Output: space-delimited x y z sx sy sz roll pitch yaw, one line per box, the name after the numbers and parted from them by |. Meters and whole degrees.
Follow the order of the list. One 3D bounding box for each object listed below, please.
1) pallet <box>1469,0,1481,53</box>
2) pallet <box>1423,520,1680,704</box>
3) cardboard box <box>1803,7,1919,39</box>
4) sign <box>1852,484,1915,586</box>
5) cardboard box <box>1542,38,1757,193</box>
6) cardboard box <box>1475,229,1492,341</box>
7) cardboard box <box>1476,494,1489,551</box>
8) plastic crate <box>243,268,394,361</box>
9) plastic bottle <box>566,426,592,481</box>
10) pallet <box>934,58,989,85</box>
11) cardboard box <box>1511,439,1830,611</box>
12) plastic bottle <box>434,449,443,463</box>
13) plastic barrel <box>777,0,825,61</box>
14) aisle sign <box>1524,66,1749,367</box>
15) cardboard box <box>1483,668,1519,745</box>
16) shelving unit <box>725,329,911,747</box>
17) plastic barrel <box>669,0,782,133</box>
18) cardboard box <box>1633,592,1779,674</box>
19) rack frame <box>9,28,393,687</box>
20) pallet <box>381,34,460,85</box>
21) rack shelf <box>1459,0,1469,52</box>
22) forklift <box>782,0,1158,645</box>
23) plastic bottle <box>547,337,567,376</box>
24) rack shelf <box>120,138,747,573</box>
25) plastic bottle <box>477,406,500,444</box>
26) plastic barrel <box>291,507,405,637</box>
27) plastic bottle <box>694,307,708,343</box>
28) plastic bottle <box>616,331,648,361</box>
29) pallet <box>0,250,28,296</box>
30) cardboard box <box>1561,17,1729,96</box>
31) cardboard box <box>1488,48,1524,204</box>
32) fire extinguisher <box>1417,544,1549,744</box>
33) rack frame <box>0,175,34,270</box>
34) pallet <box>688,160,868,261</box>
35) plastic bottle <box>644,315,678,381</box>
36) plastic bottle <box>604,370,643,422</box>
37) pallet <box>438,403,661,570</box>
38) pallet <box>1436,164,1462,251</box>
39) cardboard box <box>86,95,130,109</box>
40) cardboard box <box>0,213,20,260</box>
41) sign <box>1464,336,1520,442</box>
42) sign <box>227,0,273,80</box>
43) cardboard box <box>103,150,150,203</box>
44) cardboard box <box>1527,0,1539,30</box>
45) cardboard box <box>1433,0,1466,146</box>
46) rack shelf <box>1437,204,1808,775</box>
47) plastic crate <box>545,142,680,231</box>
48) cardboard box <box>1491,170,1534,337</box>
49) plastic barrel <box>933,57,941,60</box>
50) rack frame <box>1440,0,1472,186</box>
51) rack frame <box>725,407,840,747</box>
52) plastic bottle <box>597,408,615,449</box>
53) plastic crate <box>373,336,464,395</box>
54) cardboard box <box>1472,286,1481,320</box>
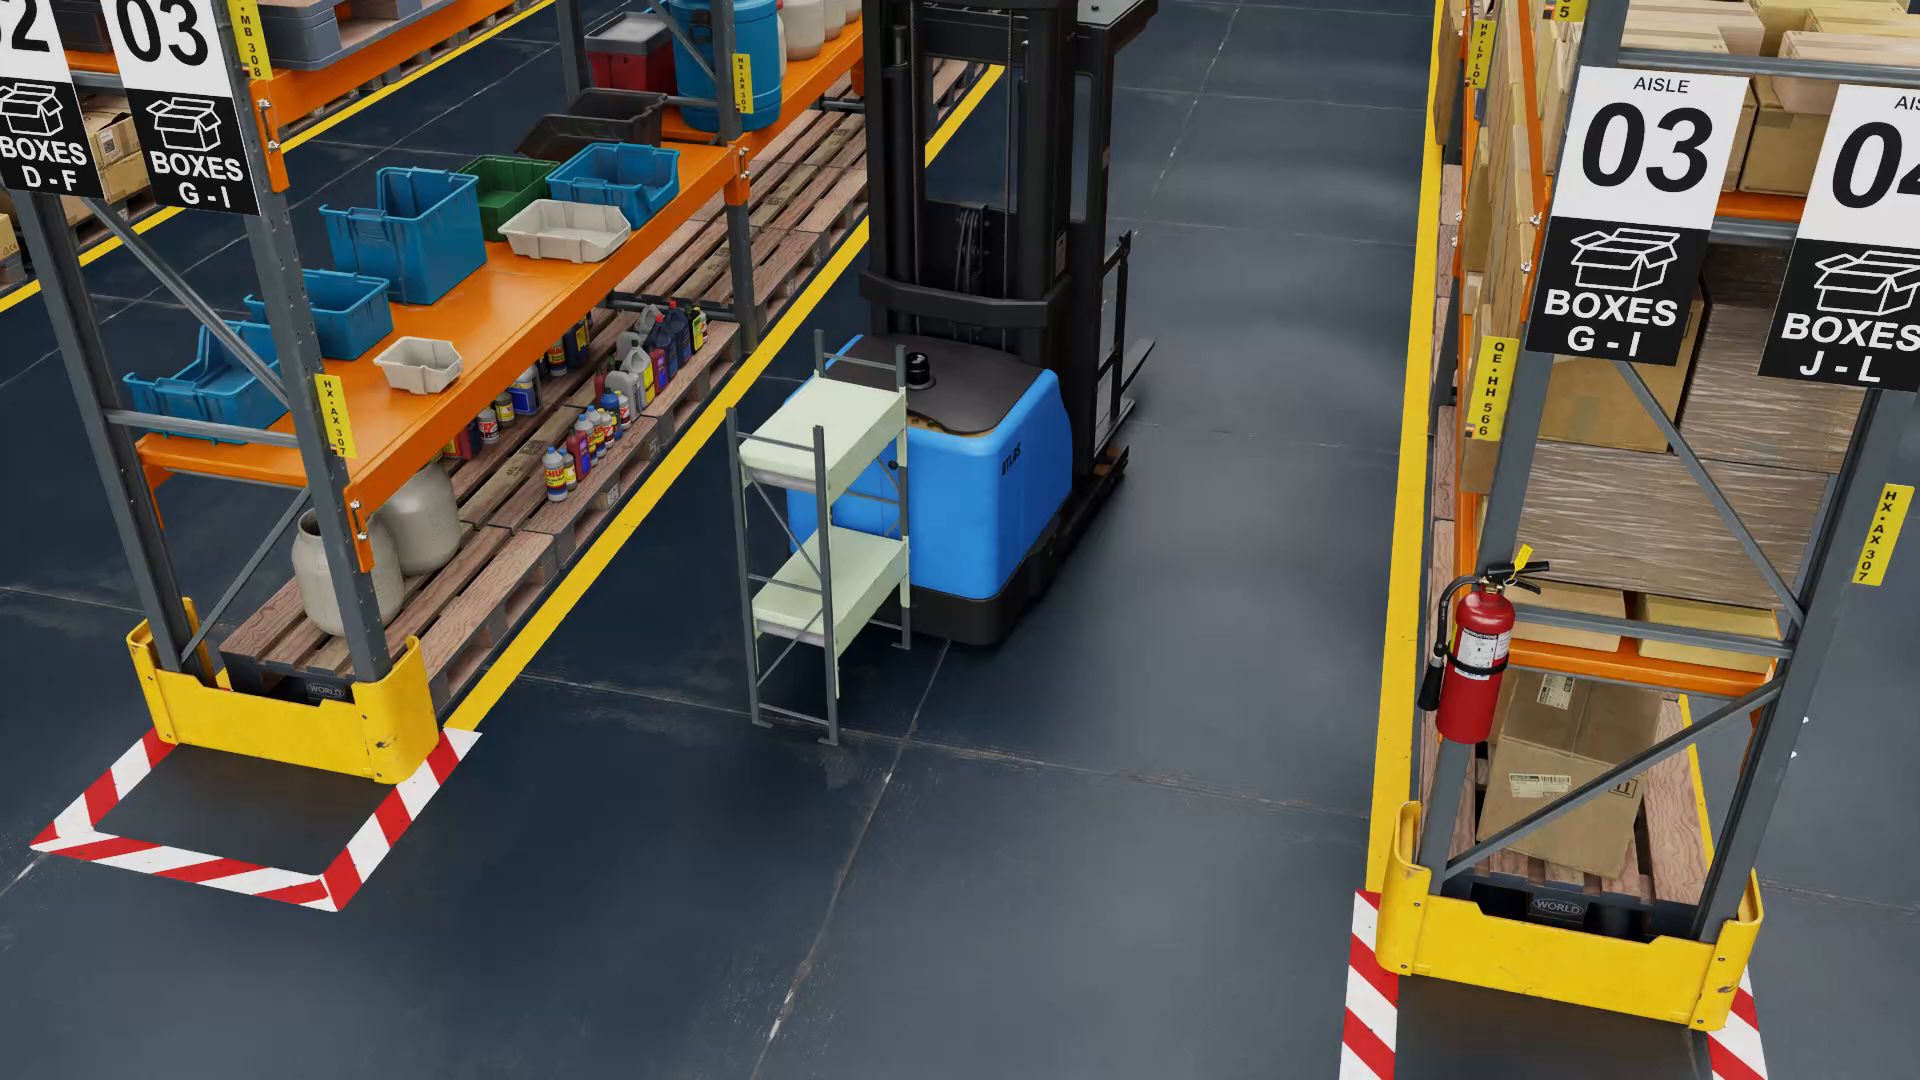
4.005 -3.409 10.995 1.213 0.211 1.003 8 33 12 | pallet
2.624 0.367 7.476 1.003 0.211 1.213 8 33 12 | pallet
2.505 -1.326 4.512 0.380 0.149 0.250 9 33 13 | cardboard box
2.577 -0.014 4.669 0.100 0.325 0.005 8 33 12 | sign
1.929 -1.210 4.701 0.500 0.250 0.500 9 33 14 | cardboard box
2.536 -0.959 6.593 0.875 0.500 0.500 8 33 12 | cardboard box
2.003 -0.059 5.781 0.380 0.149 0.250 8 33 12 | cardboard box
-2.731 -0.971 7.120 0.499 0.251 0.408 8 33 12 | plastic crate
-1.902 -0.450 8.283 0.061 0.283 0.133 9 33 13 | plastic bottle
-0.237 -4.418 15.002 1.003 0.211 1.213 8 33 12 | pallet
2.218 -0.172 5.354 0.875 0.500 0.500 8 33 12 | cardboard box
-2.684 -0.512 8.382 0.061 0.283 0.133 9 33 14 | plastic bottle
-1.082 -3.377 10.640 0.433 0.535 0.433 0 32 0 | plastic barrel
1.746 -0.828 4.334 0.394 0.787 0.004 8 33 12 | aisle sign
2.346 0.518 6.577 0.500 0.500 0.500 17 36 25 | cardboard box
-0.549 -0.003 6.856 0.431 1.500 0.755 13 35 19 | shelving unit
-1.332 -2.843 9.460 0.600 0.901 0.708 8 33 12 | plastic barrel
2.355 0.268 5.267 0.380 0.149 0.250 8 33 12 | cardboard box
-2.738 -0.397 6.078 1.000 3.000 0.127 8 33 12 | rack frame
-5.272 -4.430 15.022 1.003 0.211 1.213 8 33 12 | pallet
4.590 -4.608 13.374 1.077 0.370 4.000 8 33 12 | rack shelf
0.243 -1.548 7.953 1.130 2.935 3.031 13 35 19 | forklift
-2.250 -1.053 9.243 0.097 0.271 0.097 0 32 0 | plastic bottle
-2.231 -1.131 7.904 1.077 0.370 4.000 8 33 12 | rack shelf
-2.445 -0.606 8.606 0.097 0.201 0.097 0 32 0 | plastic bottle
-2.645 0.124 7.187 0.421 0.512 0.421 0 32 0 | plastic barrel
-1.514 -1.247 9.613 0.097 0.201 0.097 0 32 0 | plastic bottle
-1.806 -1.043 9.223 0.152 0.276 0.135 8 33 12 | plastic bottle
-6.756 -1.565 10.515 1.003 0.211 1.213 8 33 12 | pallet
1.821 -1.280 4.440 0.380 0.149 0.250 8 33 12 | cardboard box
2.454 -1.670 6.779 0.500 0.500 0.500 8 33 12 | cardboard box
1.578 0.307 5.044 0.296 0.674 0.183 8 33 12 | fire extinguisher
-6.514 -3.149 10.407 1.000 3.000 0.127 8 33 12 | rack frame
-1.254 -2.344 11.740 1.003 0.211 1.213 8 33 12 | pallet
-1.657 -1.067 9.192 0.144 0.351 0.185 6 33 10 | plastic bottle
-1.784 -0.784 8.817 0.152 0.276 0.135 9 33 13 | plastic bottle
-2.242 -0.318 8.553 1.003 0.211 1.213 8 33 12 | pallet
3.883 -2.292 11.659 1.003 0.211 1.213 8 33 12 | pallet
-5.906 -3.111 11.996 0.500 0.311 0.500 7 33 11 | cardboard box
-6.420 -1.895 10.607 0.500 0.250 0.500 8 33 12 | cardboard box
1.521 -0.431 4.758 0.100 0.325 0.005 8 33 12 | sign
-2.207 -1.589 5.150 0.100 0.325 0.005 8 33 12 | sign
-6.041 -2.607 11.726 0.500 0.250 0.500 9 33 14 | cardboard box
2.314 -1.996 5.938 0.500 0.250 0.500 7 33 12 | cardboard box
4.278 -3.510 12.564 1.225 0.875 0.875 7 33 10 | cardboard box
2.560 -0.457 6.843 1.077 0.370 4.000 8 33 12 | rack shelf
-1.742 -1.799 8.422 0.499 0.251 0.616 8 33 12 | plastic crate
2.074 -0.892 5.554 0.500 0.500 0.500 8 33 12 | cardboard box
-0.314 -4.550 14.468 0.600 0.588 0.708 8 33 12 | plastic barrel
4.083 -3.874 11.548 1.000 3.000 0.127 8 33 12 | rack frame
-0.690 0.178 6.571 0.400 1.500 0.023 13 35 19 | rack frame
-1.839 -0.581 8.567 0.097 0.201 0.097 0 32 0 | plastic bottle
-2.200 -0.706 6.811 0.298 0.136 0.250 8 33 12 | plastic crate
2.429 -0.970 7.214 0.380 0.149 0.250 8 33 12 | cardboard box
